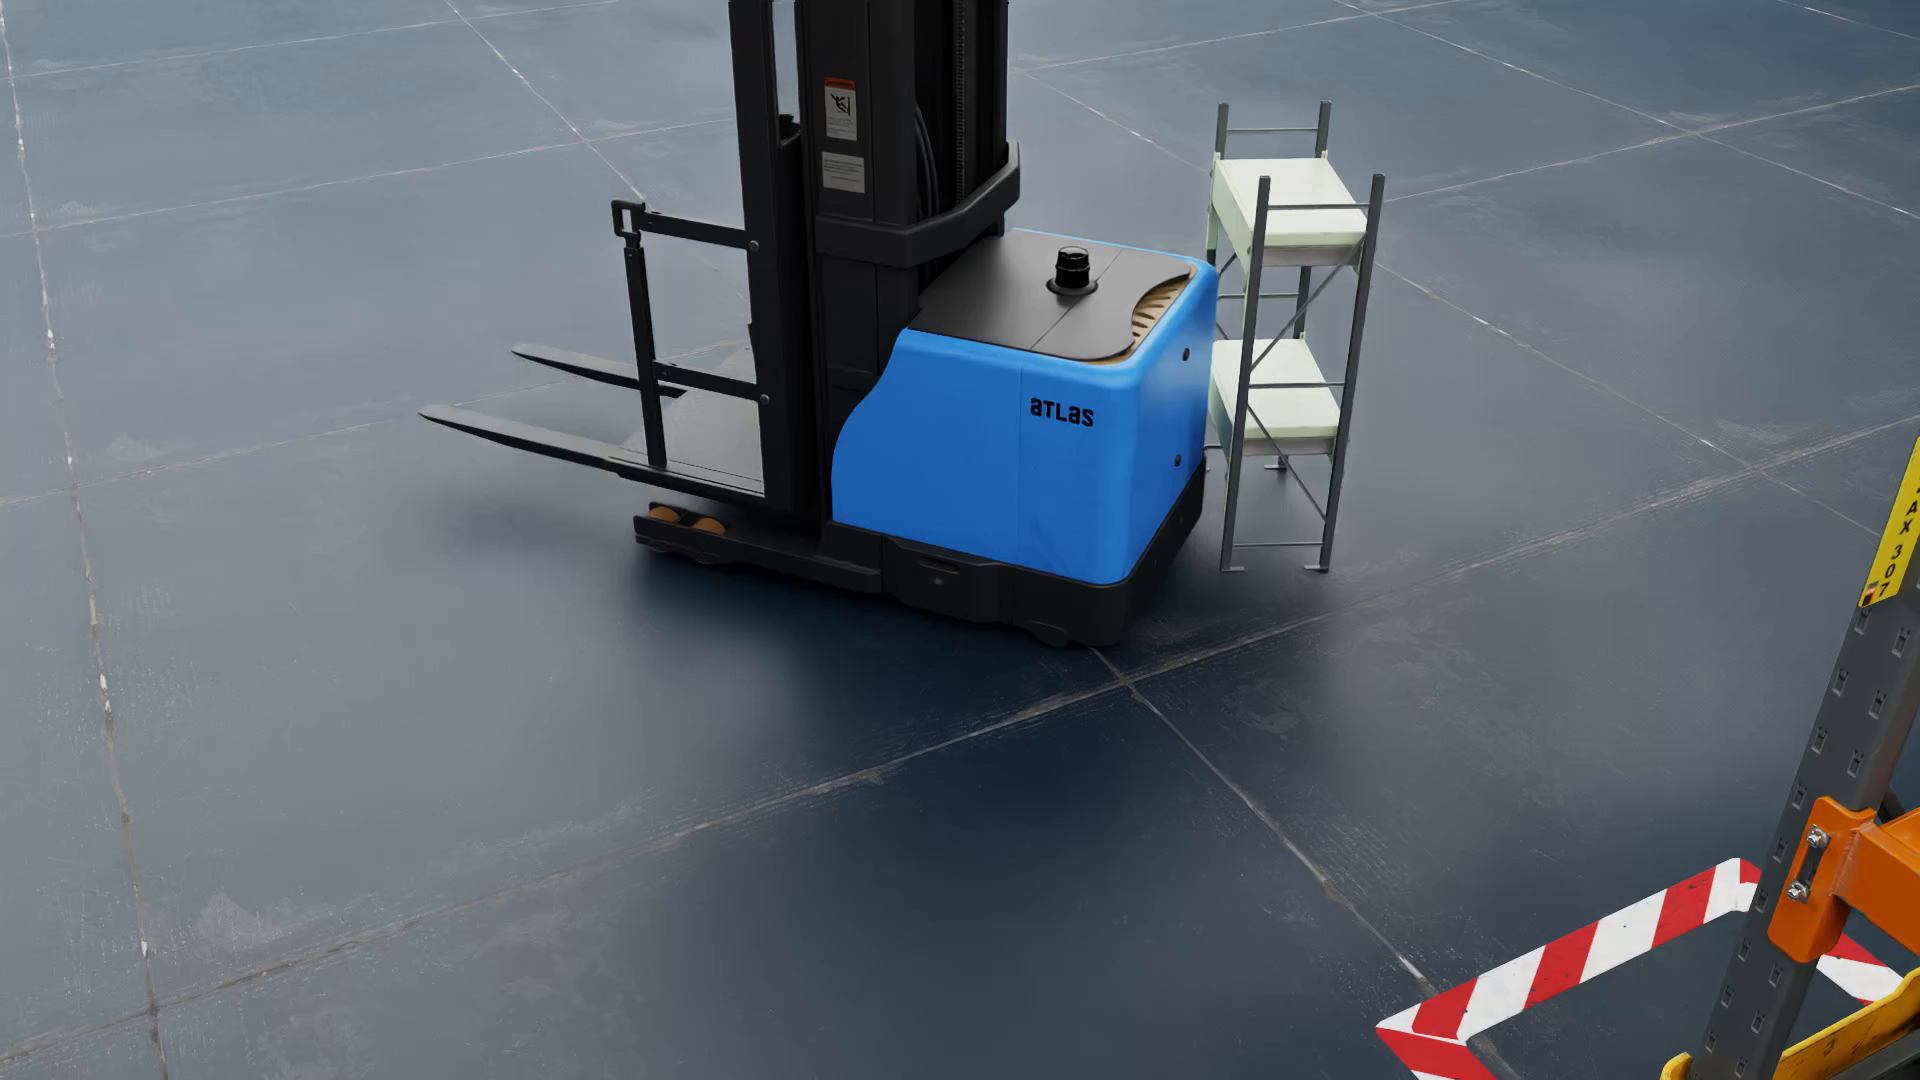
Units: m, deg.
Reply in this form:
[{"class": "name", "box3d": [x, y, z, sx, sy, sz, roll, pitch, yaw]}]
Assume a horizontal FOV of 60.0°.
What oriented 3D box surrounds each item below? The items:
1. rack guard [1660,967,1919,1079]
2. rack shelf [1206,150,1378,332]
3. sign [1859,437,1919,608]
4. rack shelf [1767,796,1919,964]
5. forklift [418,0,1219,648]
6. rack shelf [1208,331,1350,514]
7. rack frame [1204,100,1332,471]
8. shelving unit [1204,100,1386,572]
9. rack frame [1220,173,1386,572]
[{"class": "rack guard", "box3d": [2.069, 1.281, 3.787, 1.175, 0.500, 0.348, -16, 36, -23]}, {"class": "rack shelf", "box3d": [1.133, -1.050, 5.775, 0.431, 0.370, 0.720, -1, 33, -2]}, {"class": "sign", "box3d": [1.553, -0.036, 2.723, 0.100, 0.325, 0.005, -16, 36, -23]}, {"class": "rack shelf", "box3d": [2.966, 1.449, 1.874, 1.077, 0.370, 4.000, -16, 36, -23]}, {"class": "forklift", "box3d": [-0.648, -1.390, 5.702, 3.031, 2.935, 1.130, 13, 35, 20]}, {"class": "rack shelf", "box3d": [1.133, -0.447, 6.162, 0.431, 0.370, 0.720, -1, 33, -2]}, {"class": "rack frame", "box3d": [1.117, -0.919, 6.294, 0.400, 1.500, 0.023, -1, 33, -2]}, {"class": "shelving unit", "box3d": [1.133, -0.721, 5.986, 0.431, 1.500, 0.755, -1, 33, -2]}, {"class": "rack frame", "box3d": [1.150, -0.524, 5.678, 0.400, 1.500, 0.023, -1, 33, -2]}]
